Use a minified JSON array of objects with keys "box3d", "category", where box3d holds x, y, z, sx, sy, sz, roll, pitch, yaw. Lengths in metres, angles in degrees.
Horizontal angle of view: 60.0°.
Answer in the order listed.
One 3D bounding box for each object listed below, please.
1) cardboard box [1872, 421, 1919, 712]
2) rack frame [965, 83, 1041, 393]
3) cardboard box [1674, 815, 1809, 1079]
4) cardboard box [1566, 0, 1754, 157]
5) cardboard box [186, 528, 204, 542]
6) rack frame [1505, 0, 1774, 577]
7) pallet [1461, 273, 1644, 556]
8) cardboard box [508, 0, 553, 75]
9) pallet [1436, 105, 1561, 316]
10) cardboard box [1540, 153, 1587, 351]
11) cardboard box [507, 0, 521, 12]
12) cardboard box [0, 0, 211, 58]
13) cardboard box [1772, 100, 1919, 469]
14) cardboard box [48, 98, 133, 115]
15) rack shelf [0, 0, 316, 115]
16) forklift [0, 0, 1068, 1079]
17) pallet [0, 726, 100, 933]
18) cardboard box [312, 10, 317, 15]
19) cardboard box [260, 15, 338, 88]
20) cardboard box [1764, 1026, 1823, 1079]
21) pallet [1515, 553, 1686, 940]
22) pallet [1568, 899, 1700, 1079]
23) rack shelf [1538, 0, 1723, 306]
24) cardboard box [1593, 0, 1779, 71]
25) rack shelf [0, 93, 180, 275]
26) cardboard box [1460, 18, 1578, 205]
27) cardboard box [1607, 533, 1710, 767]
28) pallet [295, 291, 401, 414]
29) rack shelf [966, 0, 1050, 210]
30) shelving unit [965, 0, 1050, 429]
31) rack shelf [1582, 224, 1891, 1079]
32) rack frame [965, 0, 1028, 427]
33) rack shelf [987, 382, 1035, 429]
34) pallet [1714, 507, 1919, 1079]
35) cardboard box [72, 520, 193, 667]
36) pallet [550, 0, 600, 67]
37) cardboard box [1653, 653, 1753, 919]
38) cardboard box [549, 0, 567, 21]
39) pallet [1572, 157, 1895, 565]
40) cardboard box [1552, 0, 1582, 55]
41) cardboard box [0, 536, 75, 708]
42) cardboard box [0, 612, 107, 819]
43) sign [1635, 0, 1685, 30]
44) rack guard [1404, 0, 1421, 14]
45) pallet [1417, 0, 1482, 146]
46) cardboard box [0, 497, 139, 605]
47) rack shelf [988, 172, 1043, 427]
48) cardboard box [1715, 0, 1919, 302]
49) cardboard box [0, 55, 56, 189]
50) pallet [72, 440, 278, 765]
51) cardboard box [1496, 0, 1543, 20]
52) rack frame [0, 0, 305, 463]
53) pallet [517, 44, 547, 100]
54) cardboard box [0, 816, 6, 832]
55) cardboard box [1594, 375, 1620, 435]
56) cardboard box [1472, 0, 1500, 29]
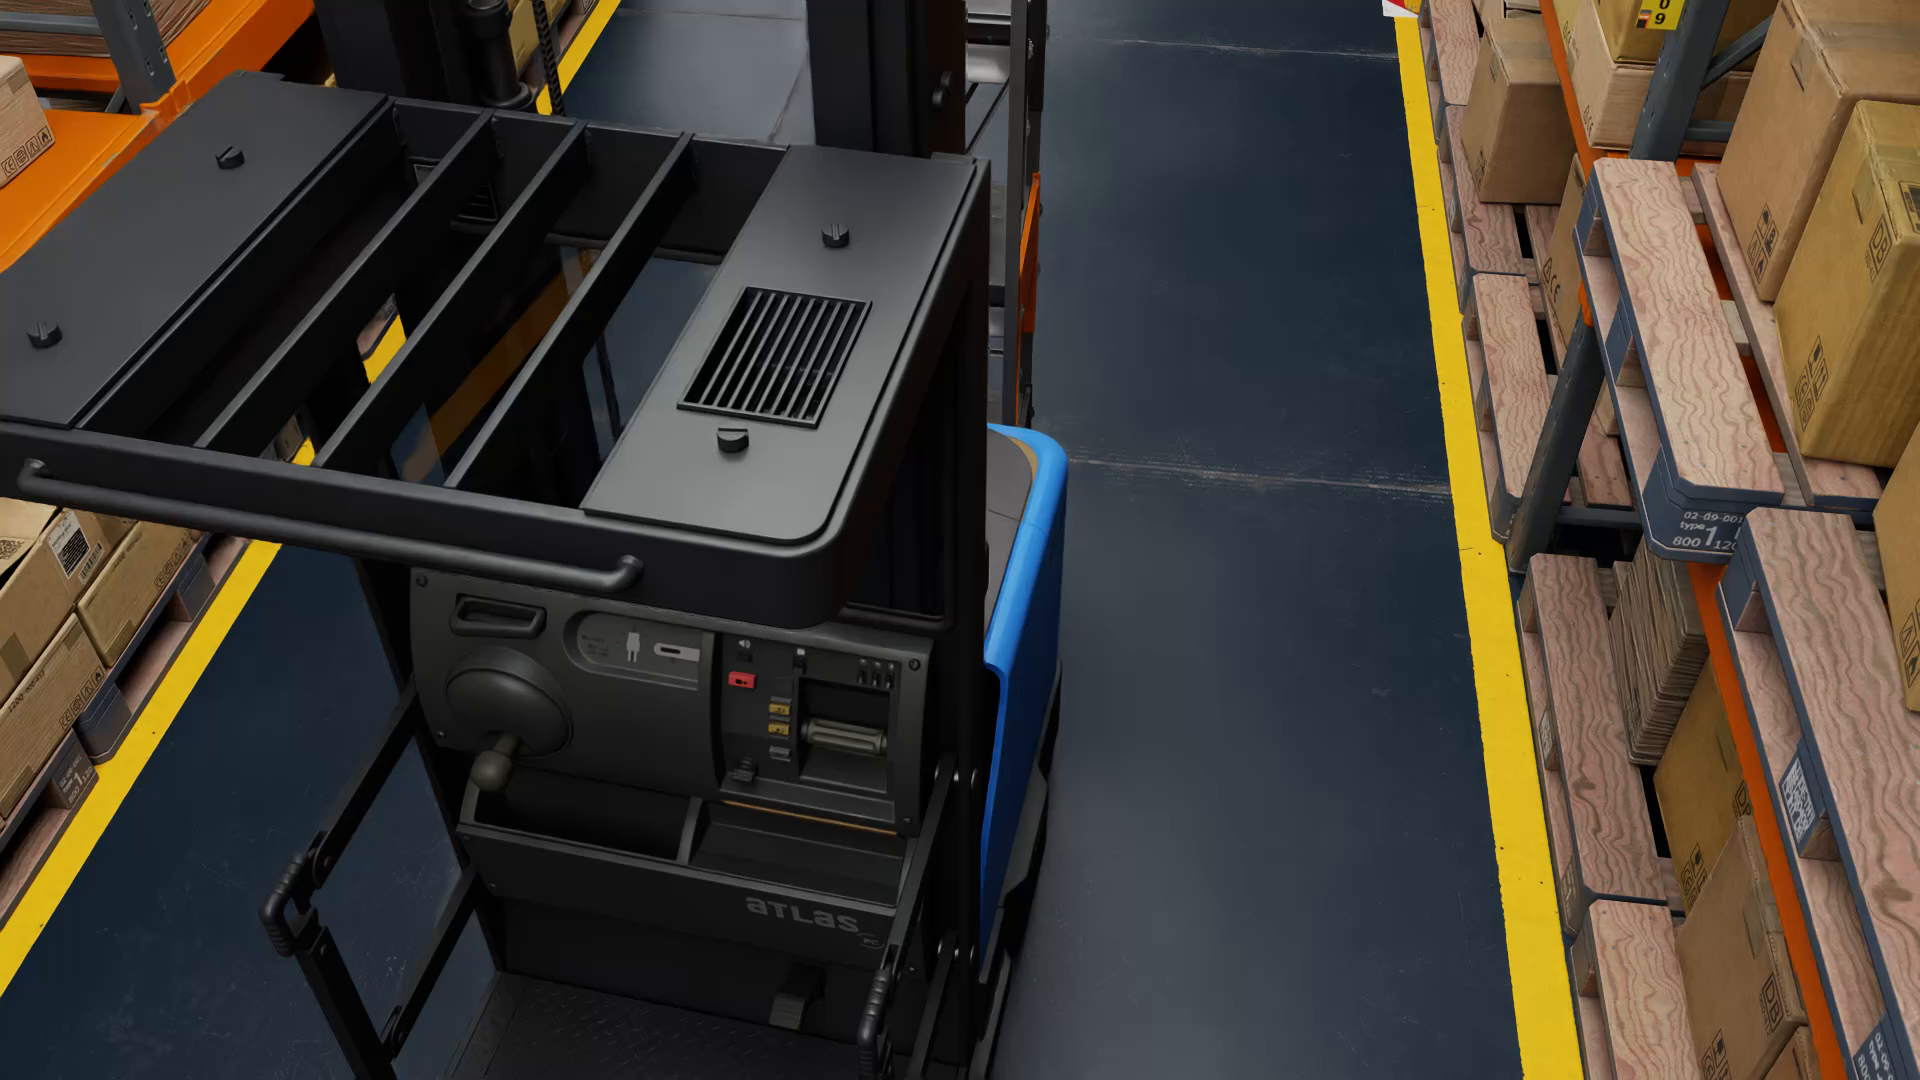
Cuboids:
[{"box3d":[1.961,0.001,2.675,0.700,0.500,0.500,11,45,11],"category":"cardboard box"},{"box3d":[0.010,-0.816,4.585,0.400,2.100,0.015,5,44,6],"category":"rack frame"},{"box3d":[1.993,0.973,3.539,0.700,0.500,0.500,6,44,6],"category":"cardboard box"},{"box3d":[1.962,-1.282,4.517,0.500,0.250,0.500,5,44,6],"category":"cardboard box"},{"box3d":[-2.479,-0.272,5.050,0.500,0.250,0.500,5,44,5],"category":"cardboard box"},{"box3d":[2.200,-0.979,4.102,1.000,3.000,0.127,5,44,6],"category":"rack frame"},{"box3d":[2.253,-0.427,5.548,1.003,0.211,1.213,5,44,6],"category":"pallet"},{"box3d":[-2.079,-2.232,7.120,0.500,0.250,0.500,5,44,6],"category":"cardboard box"},{"box3d":[2.412,-1.261,6.428,1.003,0.211,1.213,5,44,6],"category":"pallet"},{"box3d":[2.297,-0.942,5.561,0.500,0.500,0.500,2,43,2],"category":"cardboard box"},{"box3d":[-2.076,-2.504,6.862,0.500,0.500,0.500,5,44,6],"category":"cardboard box"},{"box3d":[-2.659,-1.766,4.861,0.700,0.500,0.500,4,44,4],"category":"cardboard box"},{"box3d":[2.018,-0.451,3.152,0.700,0.500,0.500,9,44,10],"category":"cardboard box"},{"box3d":[-2.789,-1.529,5.832,0.500,0.500,0.500,5,44,6],"category":"cardboard box"},{"box3d":[-2.447,-2.528,6.262,1.077,0.370,4.000,5,44,6],"category":"rack shelf"},{"box3d":[-0.555,0.374,2.723,1.130,2.935,3.031,9,44,9],"category":"forklift"},{"box3d":[-2.929,0.925,4.119,1.003,0.211,1.213,5,44,6],"category":"pallet"},{"box3d":[-2.207,-1.822,6.142,0.500,0.500,0.500,5,44,6],"category":"cardboard box"},{"box3d":[-2.281,-1.482,5.783,0.500,0.500,0.500,5,44,6],"category":"cardboard box"},{"box3d":[1.935,1.318,3.174,0.700,0.500,0.500,5,44,5],"category":"cardboard box"},{"box3d":[2.098,0.564,4.500,1.003,0.211,1.213,5,44,6],"category":"pallet"},{"box3d":[1.939,1.398,3.620,1.003,0.211,1.213,5,44,6],"category":"pallet"},{"box3d":[2.464,-2.081,5.789,1.077,0.370,4.000,5,44,6],"category":"rack shelf"},{"box3d":[1.956,-1.554,4.259,0.500,0.500,0.500,5,44,5],"category":"cardboard box"},{"box3d":[-2.975,0.198,3.383,1.077,0.370,4.000,5,44,6],"category":"rack shelf"},{"box3d":[2.326,-1.610,6.266,0.700,0.500,0.500,3,44,3],"category":"cardboard box"},{"box3d":[2.119,0.272,4.279,0.700,0.500,0.500,7,44,7],"category":"cardboard box"},{"box3d":[-2.564,-0.952,6.102,1.003,0.211,1.213,5,44,6],"category":"pallet"},{"box3d":[-0.022,-1.148,3.937,0.431,0.518,0.480,5,44,6],"category":"rack shelf"},{"box3d":[-0.022,-0.650,4.409,0.431,2.100,0.503,5,44,6],"category":"shelving unit"},{"box3d":[1.935,0.645,2.910,1.077,0.370,4.000,5,44,6],"category":"rack shelf"},{"box3d":[-0.054,-0.483,4.233,0.400,2.100,0.015,5,44,6],"category":"rack frame"},{"box3d":[-0.022,-0.131,4.900,0.431,0.518,0.480,5,44,6],"category":"rack shelf"},{"box3d":[1.892,0.464,2.718,1.003,0.211,1.213,5,44,6],"category":"pallet"},{"box3d":[-2.547,0.073,4.686,0.500,0.250,0.500,5,44,5],"category":"cardboard box"},{"box3d":[-2.242,-2.615,7.858,1.003,0.211,1.213,5,44,6],"category":"pallet"},{"box3d":[2.100,0.629,3.902,0.700,0.500,0.500,4,44,5],"category":"cardboard box"},{"box3d":[-2.014,-2.573,7.480,0.500,0.250,0.500,5,44,6],"category":"cardboard box"},{"box3d":[1.954,-0.402,3.632,1.003,0.211,1.213,5,44,6],"category":"pallet"},{"box3d":[2.036,-1.621,4.875,0.500,0.250,0.500,5,44,6],"category":"cardboard box"},{"box3d":[-2.611,0.213,4.130,0.500,0.311,0.500,5,44,5],"category":"cardboard box"},{"box3d":[-2.614,0.422,4.318,0.500,0.250,0.500,6,44,6],"category":"cardboard box"},{"box3d":[1.661,-1.337,3.851,0.100,0.325,0.005,5,44,6],"category":"sign"},{"box3d":[2.718,-2.745,7.786,1.175,0.500,0.348,5,44,6],"category":"rack guard"},{"box3d":[2.576,-2.090,7.304,1.003,0.211,1.213,5,44,6],"category":"pallet"},{"box3d":[-2.543,-0.127,4.489,0.500,0.311,0.500,6,44,7],"category":"cardboard box"},{"box3d":[-0.022,-0.640,4.418,0.431,0.518,0.480,5,44,6],"category":"rack shelf"},{"box3d":[2.099,-0.831,3.553,0.700,0.500,0.500,5,44,6],"category":"cardboard box"},{"box3d":[-2.733,-1.033,4.268,0.500,0.250,0.500,8,44,8],"category":"cardboard box"},{"box3d":[-2.770,0.092,5.000,1.003,0.211,1.213,5,44,6],"category":"pallet"},{"box3d":[2.472,-2.036,6.855,0.500,0.311,0.500,9,44,9],"category":"cardboard box"},{"box3d":[-2.711,-1.427,4.575,1.000,3.000,0.127,5,44,6],"category":"rack frame"},{"box3d":[-2.406,-1.786,6.983,1.003,0.211,1.213,5,44,6],"category":"pallet"},{"box3d":[-2.683,0.768,3.951,0.500,0.250,0.500,6,44,6],"category":"cardboard box"},{"box3d":[2.241,-0.477,5.313,0.380,0.166,0.250,0,43,0],"category":"cardboard box"},{"box3d":[2.548,-2.425,7.265,0.500,0.311,0.500,1,43,1],"category":"cardboard box"}]
